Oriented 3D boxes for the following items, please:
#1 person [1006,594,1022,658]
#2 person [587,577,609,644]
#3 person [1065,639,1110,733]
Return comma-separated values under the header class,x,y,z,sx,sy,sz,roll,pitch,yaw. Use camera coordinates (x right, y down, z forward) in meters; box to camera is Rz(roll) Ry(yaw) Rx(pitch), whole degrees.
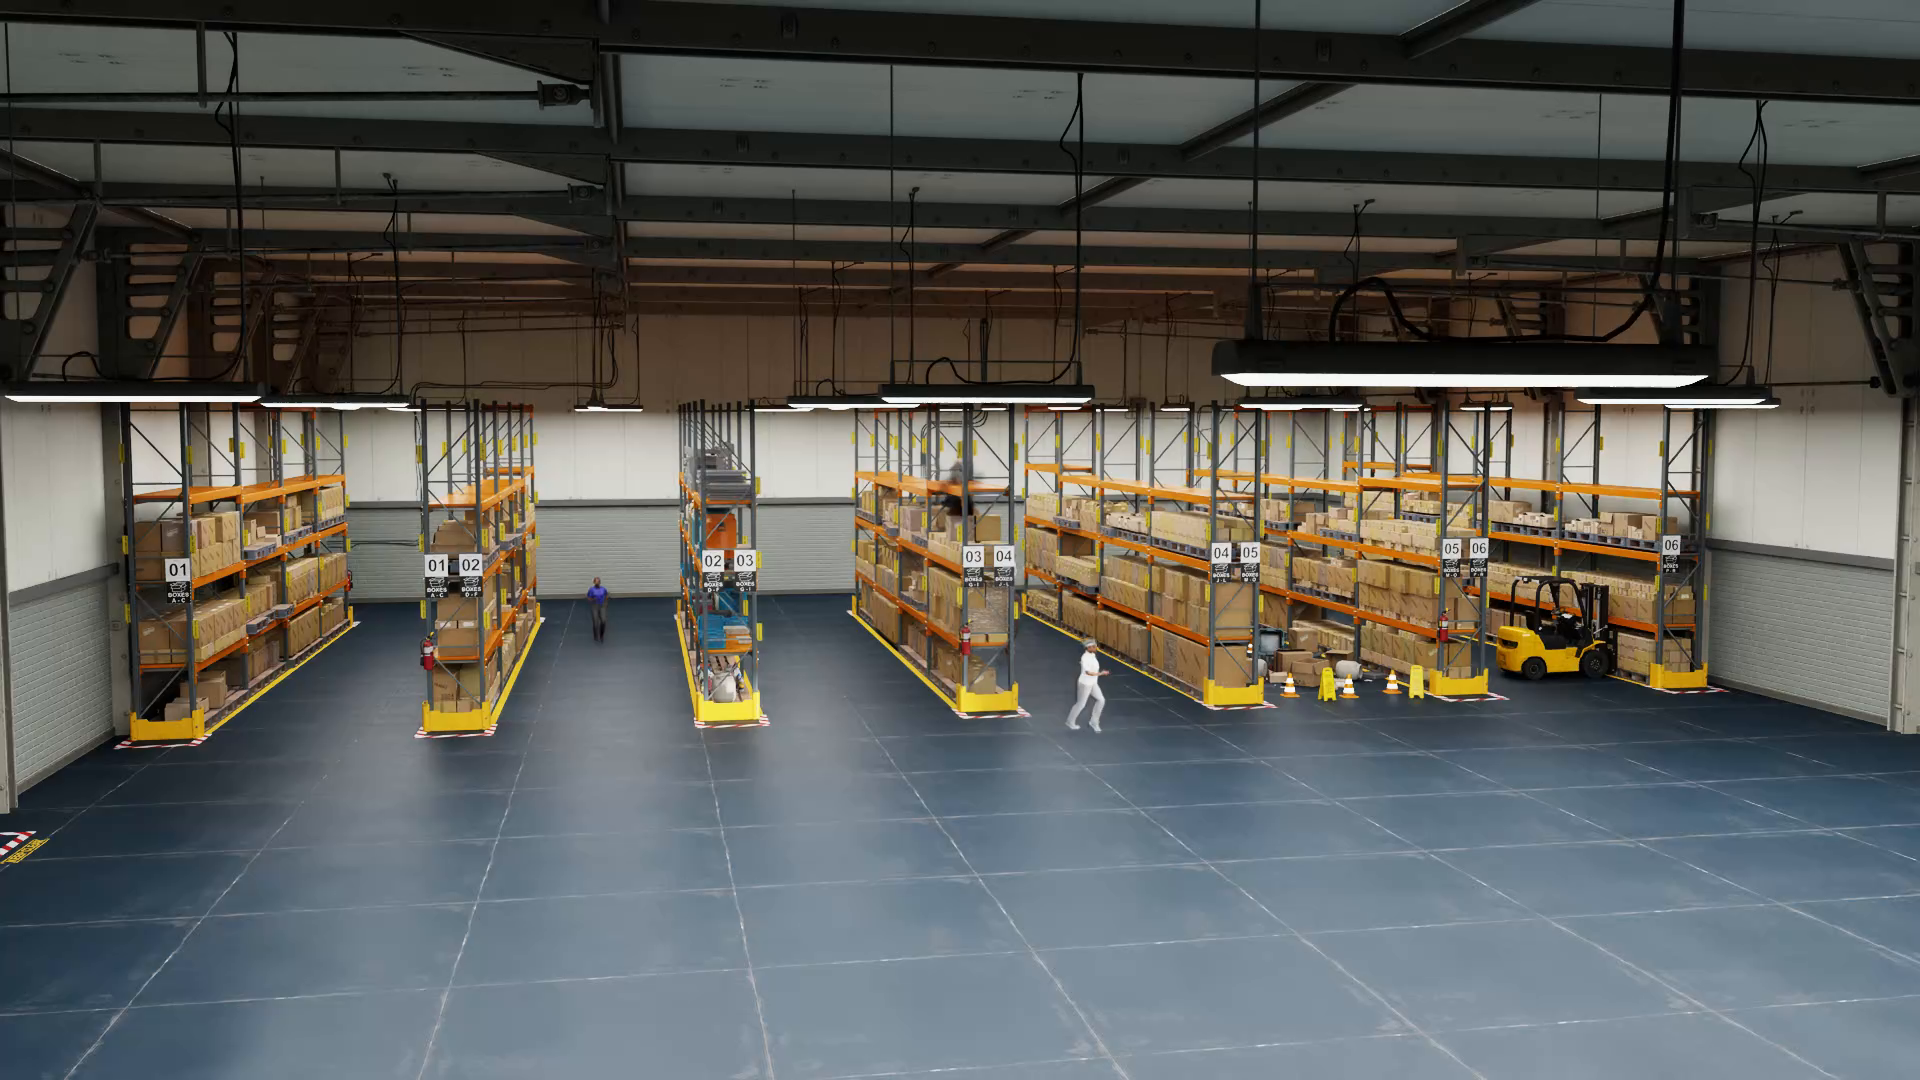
class,x,y,z,sx,sy,sz,roll,pitch,yaw
person,1.118,1.888,39.132,0.732,1.757,0.834,-1,4,-15
person,-9.047,1.768,41.638,0.558,1.685,0.667,-1,5,-19
person,2.307,2.628,29.929,0.825,1.744,0.536,2,5,27
